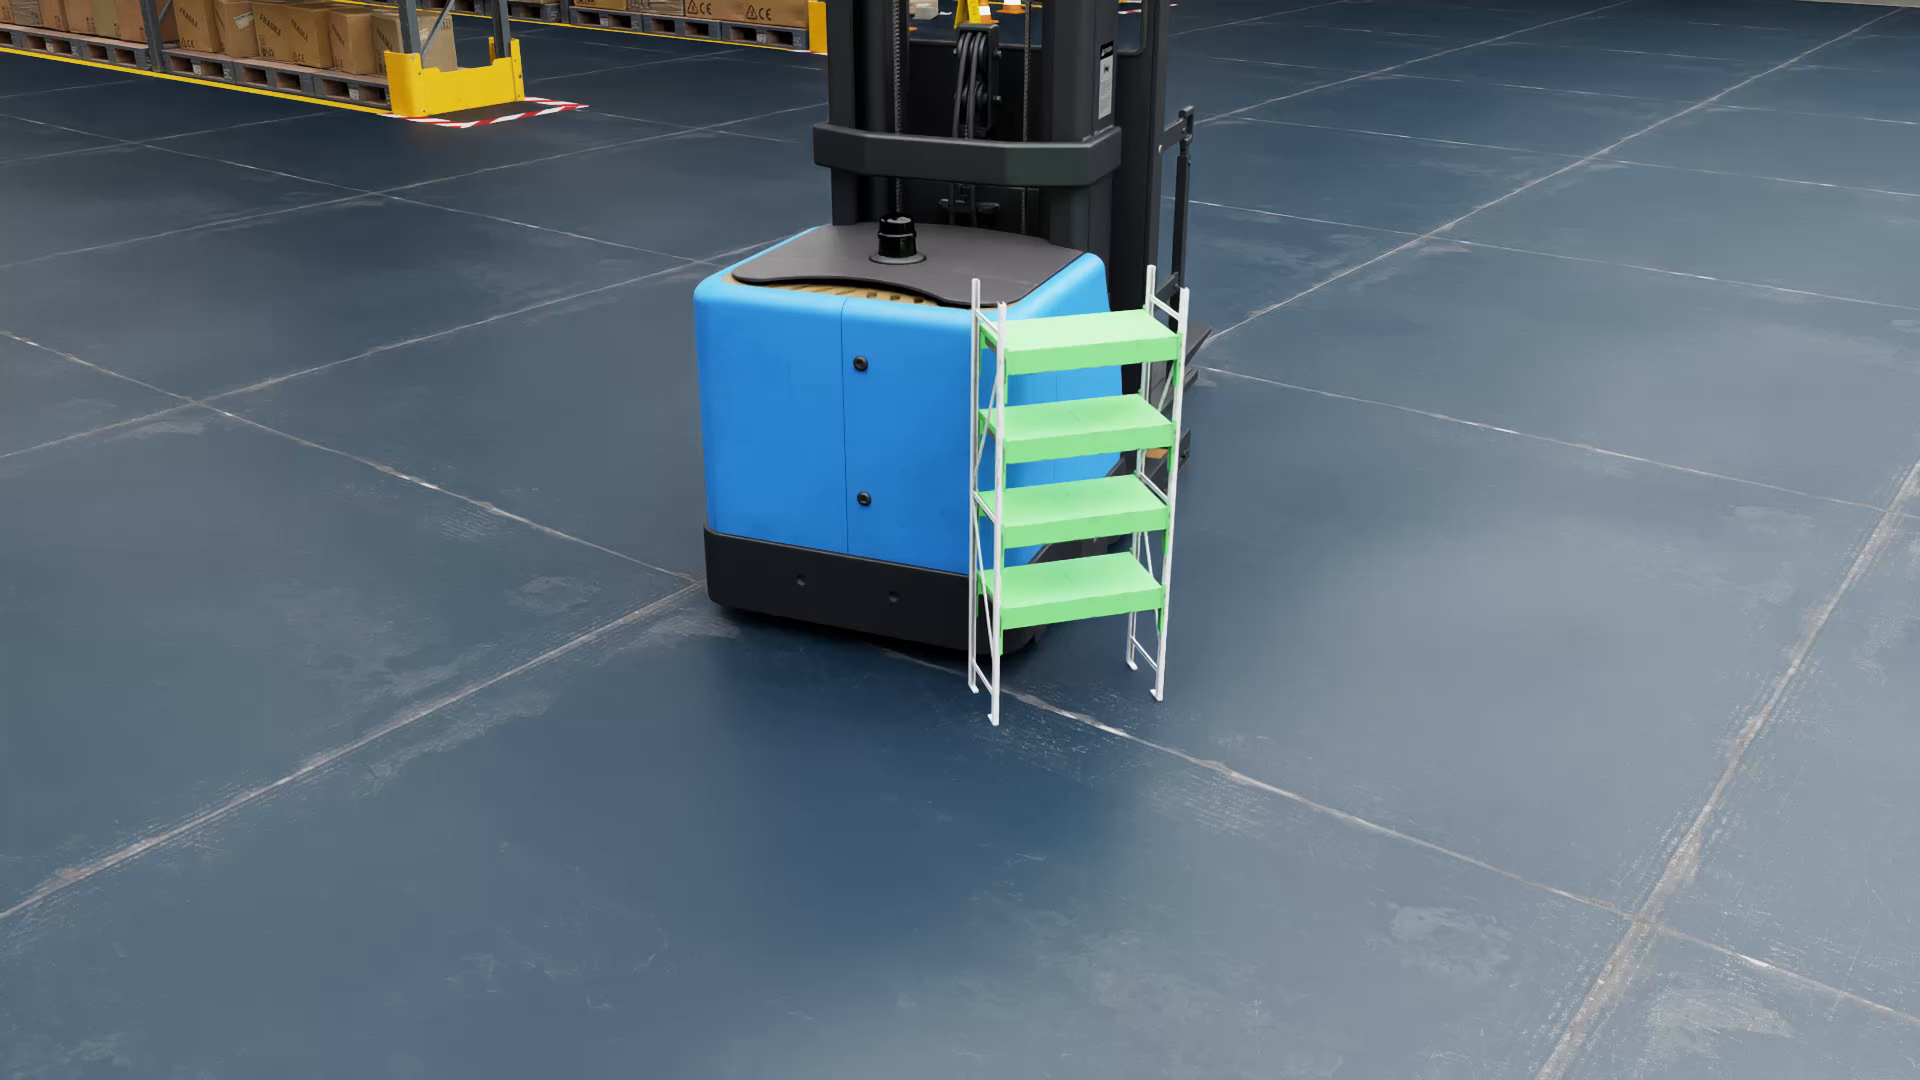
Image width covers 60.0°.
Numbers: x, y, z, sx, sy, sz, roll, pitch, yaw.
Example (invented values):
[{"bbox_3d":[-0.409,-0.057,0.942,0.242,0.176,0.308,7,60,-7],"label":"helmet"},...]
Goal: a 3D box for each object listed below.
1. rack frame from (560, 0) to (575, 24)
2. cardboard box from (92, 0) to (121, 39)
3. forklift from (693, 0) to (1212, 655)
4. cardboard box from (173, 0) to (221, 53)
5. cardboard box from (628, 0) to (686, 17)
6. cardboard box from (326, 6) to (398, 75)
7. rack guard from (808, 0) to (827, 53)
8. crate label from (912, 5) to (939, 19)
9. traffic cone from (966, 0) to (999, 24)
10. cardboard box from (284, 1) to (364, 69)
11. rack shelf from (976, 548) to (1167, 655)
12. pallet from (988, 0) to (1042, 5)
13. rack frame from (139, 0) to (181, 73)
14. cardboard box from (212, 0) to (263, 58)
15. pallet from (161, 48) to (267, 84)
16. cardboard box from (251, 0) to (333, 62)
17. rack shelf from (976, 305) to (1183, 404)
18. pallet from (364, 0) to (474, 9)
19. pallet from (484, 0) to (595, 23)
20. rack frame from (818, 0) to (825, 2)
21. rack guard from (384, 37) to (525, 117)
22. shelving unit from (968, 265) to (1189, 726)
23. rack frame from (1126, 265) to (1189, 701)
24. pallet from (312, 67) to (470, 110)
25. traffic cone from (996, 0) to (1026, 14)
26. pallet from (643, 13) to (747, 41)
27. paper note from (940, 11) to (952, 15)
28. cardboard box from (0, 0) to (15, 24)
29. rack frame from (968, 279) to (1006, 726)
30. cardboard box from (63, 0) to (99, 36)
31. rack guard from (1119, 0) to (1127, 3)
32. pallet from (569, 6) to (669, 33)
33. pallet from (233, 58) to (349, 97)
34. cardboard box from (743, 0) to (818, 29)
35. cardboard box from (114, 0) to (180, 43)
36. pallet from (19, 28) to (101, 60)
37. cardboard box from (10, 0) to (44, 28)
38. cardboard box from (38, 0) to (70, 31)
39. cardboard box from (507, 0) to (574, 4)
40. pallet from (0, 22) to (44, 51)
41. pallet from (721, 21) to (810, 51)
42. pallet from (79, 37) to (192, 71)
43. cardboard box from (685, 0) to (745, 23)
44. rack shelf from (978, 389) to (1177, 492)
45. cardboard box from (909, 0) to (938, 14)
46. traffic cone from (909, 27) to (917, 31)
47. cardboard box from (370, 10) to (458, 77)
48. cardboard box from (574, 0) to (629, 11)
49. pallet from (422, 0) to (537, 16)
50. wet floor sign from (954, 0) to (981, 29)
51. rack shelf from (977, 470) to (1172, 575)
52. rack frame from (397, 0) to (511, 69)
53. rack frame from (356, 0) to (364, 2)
[{"bbox_3d":[-4.319,-7.571,19.213,0.127,3.000,1.000,17,29,33],"label":"rack frame"},{"bbox_3d":[-8.223,-5.330,16.680,0.500,0.500,0.700,17,29,33],"label":"cardboard box"},{"bbox_3d":[0.233,-1.574,5.688,1.130,2.935,3.031,9,25,20],"label":"forklift"},{"bbox_3d":[-7.079,-4.934,15.807,0.500,0.500,0.500,16,28,32],"label":"cardboard box"},{"bbox_3d":[-3.134,-6.400,18.669,0.875,0.875,0.875,17,29,34],"label":"cardboard box"},{"bbox_3d":[-5.162,-4.366,14.519,0.500,0.500,0.500,-17,29,-34],"label":"cardboard box"},{"bbox_3d":[-1.099,-5.454,17.509,0.348,0.500,1.175,17,29,33],"label":"rack guard"},{"bbox_3d":[-0.408,-6.333,19.953,0.298,0.136,0.250,3,24,6],"label":"crate label"},{"bbox_3d":[0.258,-6.312,19.501,0.334,0.463,0.336,17,29,33],"label":"traffic cone"},{"bbox_3d":[-5.652,-4.524,14.876,0.500,0.500,0.500,20,31,38],"label":"cardboard box"},{"bbox_3d":[0.301,0.167,4.630,0.480,0.148,0.258,-7,26,-15],"label":"rack shelf"},{"bbox_3d":[1.080,-7.175,21.774,1.213,0.211,1.003,17,29,33],"label":"pallet"},{"bbox_3d":[-7.375,-5.995,15.637,0.127,3.000,1.000,17,29,33],"label":"rack frame"},{"bbox_3d":[-6.616,-4.798,15.498,0.500,0.500,0.500,-16,28,-31],"label":"cardboard box"},{"bbox_3d":[-6.816,-4.568,15.856,1.213,0.211,1.003,17,29,33],"label":"pallet"},{"bbox_3d":[-6.072,-4.673,15.215,0.500,0.500,0.500,14,27,29],"label":"cardboard box"},{"bbox_3d":[0.305,-0.486,4.327,0.480,0.148,0.258,-7,26,-15],"label":"rack shelf"},{"bbox_3d":[-6.934,-7.047,21.483,1.213,0.211,1.003,17,29,33],"label":"pallet"},{"bbox_3d":[-4.982,-6.457,20.144,1.213,0.211,1.003,17,29,33],"label":"pallet"},{"bbox_3d":[-1.118,-6.604,17.018,0.127,3.000,1.000,17,29,33],"label":"rack frame"},{"bbox_3d":[-4.235,-3.902,13.987,0.348,0.500,1.175,17,29,33],"label":"rack guard"},{"bbox_3d":[0.302,-0.109,4.502,0.503,1.200,0.258,-7,26,-15],"label":"shelving unit"},{"bbox_3d":[0.536,-0.138,4.567,0.015,1.200,0.240,-7,26,-15],"label":"rack frame"},{"bbox_3d":[-4.864,-3.978,14.517,1.213,0.211,1.003,17,29,33],"label":"pallet"},{"bbox_3d":[0.652,-6.752,20.501,0.334,0.463,0.336,17,29,33],"label":"traffic cone"},{"bbox_3d":[-2.777,-5.791,18.632,1.213,0.211,1.003,17,29,33],"label":"pallet"},{"bbox_3d":[-0.181,-6.453,20.358,0.142,0.019,0.148,7,25,15],"label":"paper note"},{"bbox_3d":[-10.027,-5.864,17.894,0.500,0.500,0.700,15,28,31],"label":"cardboard box"},{"bbox_3d":[0.069,-0.081,4.438,0.015,1.200,0.240,-7,26,-15],"label":"rack frame"},{"bbox_3d":[-8.671,-5.465,16.987,0.500,0.500,0.700,14,27,29],"label":"cardboard box"},{"bbox_3d":[1.709,-7.100,21.244,0.348,0.500,1.175,17,29,33],"label":"rack guard"},{"bbox_3d":[-3.757,-6.086,19.301,1.213,0.211,1.003,17,29,33],"label":"pallet"},{"bbox_3d":[-5.836,-4.273,15.187,1.213,0.211,1.003,17,29,33],"label":"pallet"},{"bbox_3d":[-1.701,-5.966,17.685,0.875,0.875,0.875,17,29,34],"label":"cardboard box"},{"bbox_3d":[-7.853,-5.208,16.405,0.500,0.500,0.700,14,28,29],"label":"cardboard box"},{"bbox_3d":[-8.979,-5.202,17.294,1.213,0.211,1.003,17,29,33],"label":"pallet"},{"bbox_3d":[-9.576,-5.734,17.599,0.500,0.500,0.700,14,27,29],"label":"cardboard box"},{"bbox_3d":[-9.118,-5.599,17.293,0.500,0.500,0.700,20,31,38],"label":"cardboard box"},{"bbox_3d":[-4.870,-6.855,19.857,0.750,0.750,1.050,17,29,33],"label":"cardboard box"},{"bbox_3d":[-9.951,-5.497,17.964,1.213,0.211,1.003,17,29,33],"label":"pallet"},{"bbox_3d":[-1.805,-5.496,17.962,1.213,0.211,1.003,17,29,33],"label":"pallet"},{"bbox_3d":[-7.998,-4.907,16.625,1.213,0.211,1.003,17,29,33],"label":"pallet"},{"bbox_3d":[-2.406,-6.178,18.167,0.875,0.875,0.875,16,29,32],"label":"cardboard box"},{"bbox_3d":[0.303,-0.269,4.428,0.480,0.148,0.258,-7,26,-15],"label":"rack shelf"},{"bbox_3d":[-0.490,-6.586,20.513,0.380,0.149,0.250,-10,26,-21],"label":"cardboard box"},{"bbox_3d":[-0.692,-6.029,18.861,0.334,0.463,0.336,17,29,33],"label":"traffic cone"},{"bbox_3d":[-4.663,-4.233,14.216,0.500,0.500,0.500,-20,31,-38],"label":"cardboard box"},{"bbox_3d":[-3.858,-6.616,19.160,0.875,0.875,0.875,17,29,34],"label":"cardboard box"},{"bbox_3d":[-5.962,-6.752,20.813,1.213,0.211,1.003,17,29,33],"label":"pallet"},{"bbox_3d":[0.092,-6.158,18.927,0.232,0.644,0.267,12,26,24],"label":"wet floor sign"},{"bbox_3d":[0.302,-0.051,4.529,0.480,0.148,0.258,-7,26,-15],"label":"rack shelf"},{"bbox_3d":[-4.174,-5.028,13.441,0.127,3.000,1.000,17,29,33],"label":"rack frame"},{"bbox_3d":[-7.520,-8.538,21.408,0.127,3.000,1.000,17,29,33],"label":"rack frame"}]
